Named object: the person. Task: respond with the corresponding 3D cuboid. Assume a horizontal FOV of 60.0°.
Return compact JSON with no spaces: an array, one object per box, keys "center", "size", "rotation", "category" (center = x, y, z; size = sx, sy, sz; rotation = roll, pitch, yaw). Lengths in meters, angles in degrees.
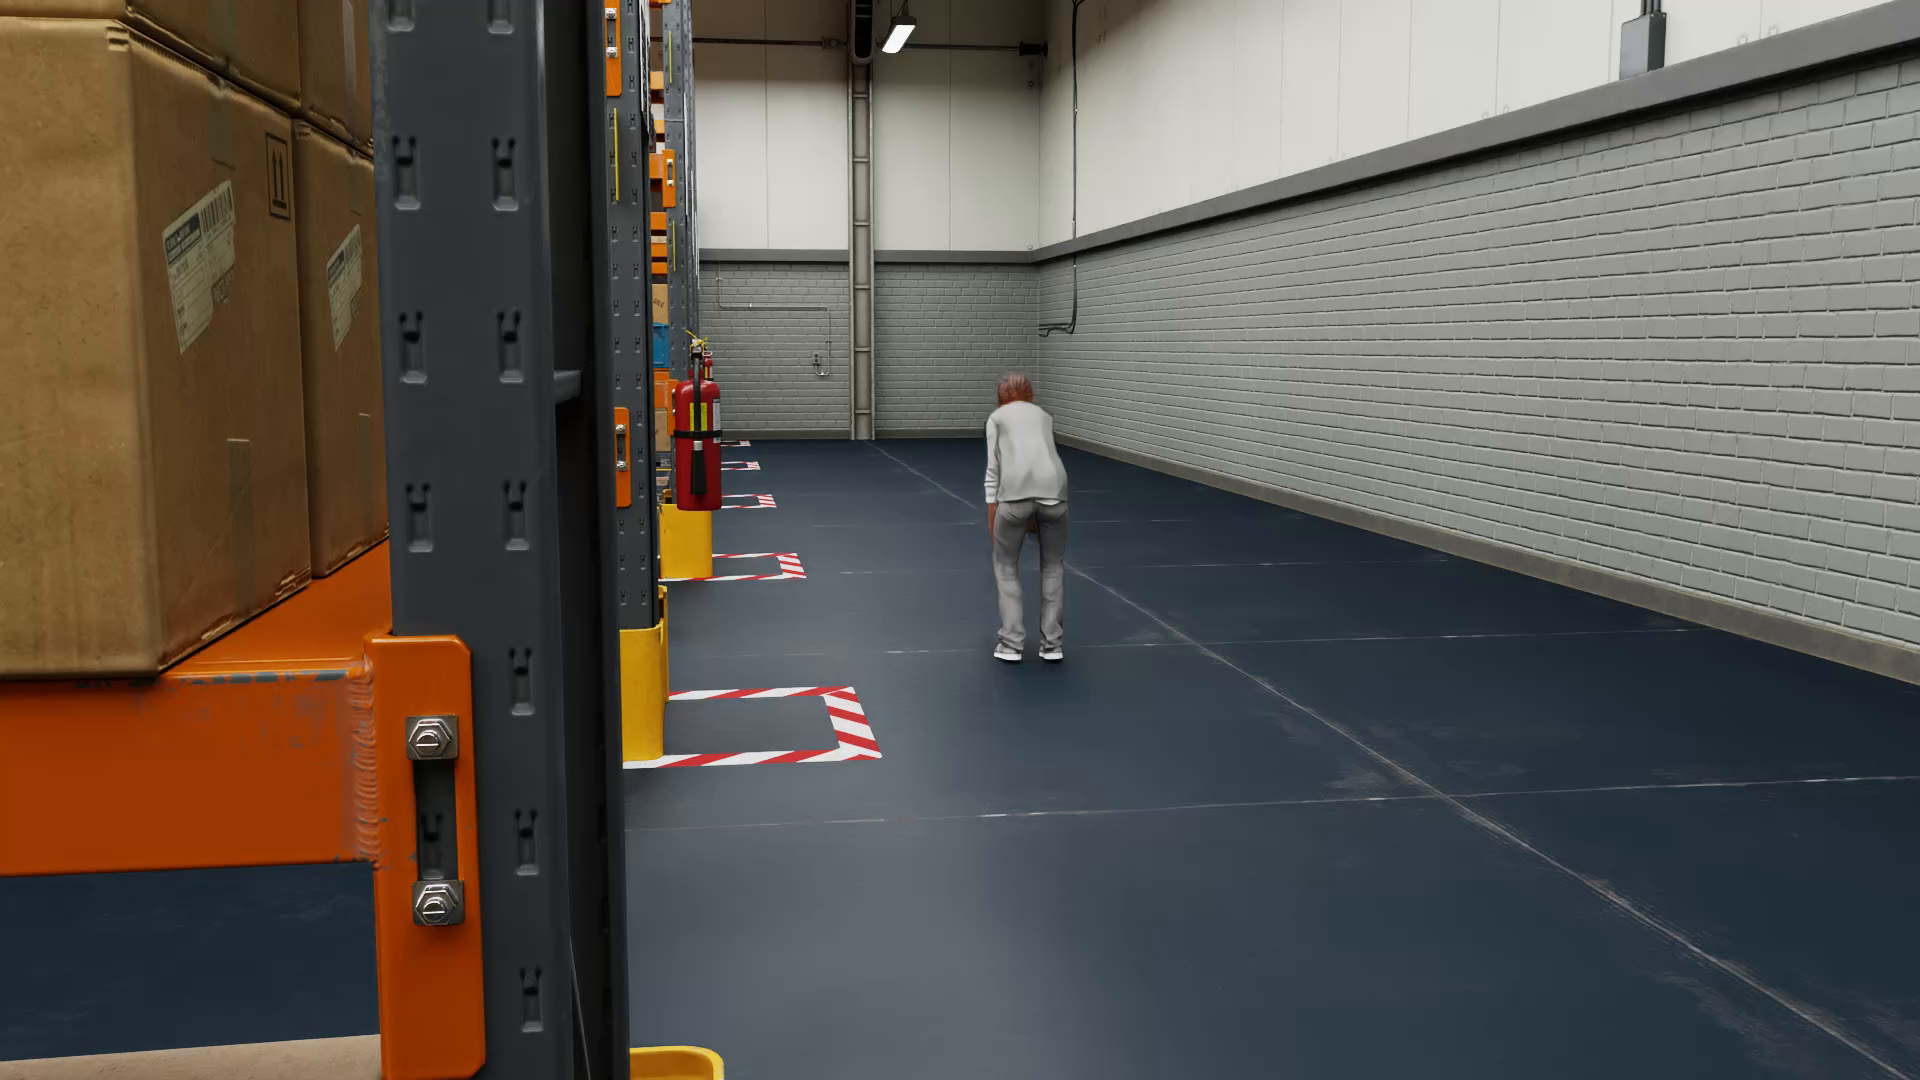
[{"center":[0.335,-0.203,8.269],"size":[0.401,1.596,0.495],"rotation":[-1,7,-8],"category":"person"}]
